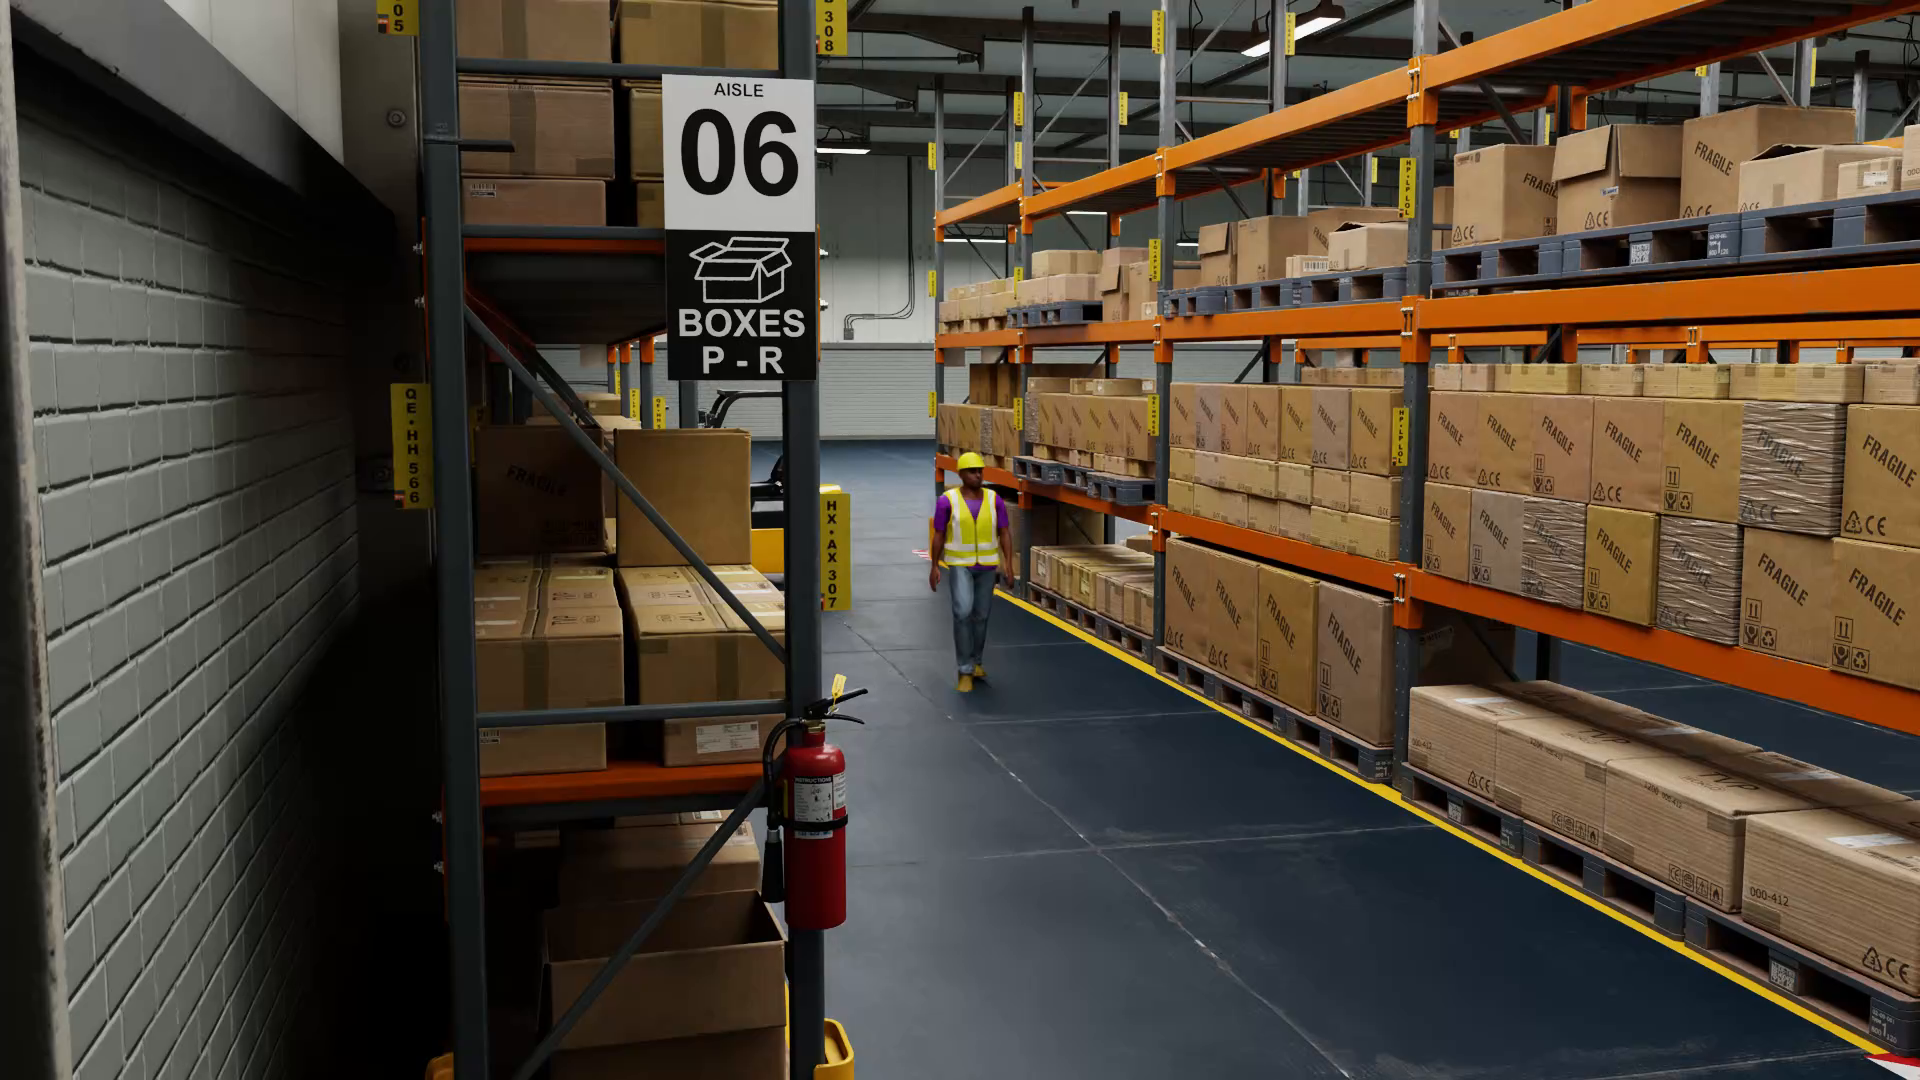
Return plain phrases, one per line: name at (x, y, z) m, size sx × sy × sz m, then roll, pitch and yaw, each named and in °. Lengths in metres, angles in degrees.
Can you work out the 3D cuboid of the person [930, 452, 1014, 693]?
person at (0.101, 0.247, 12.686) m, size 0.607 × 1.828 × 0.654 m, roll -2°, pitch 6°, yaw -16°
